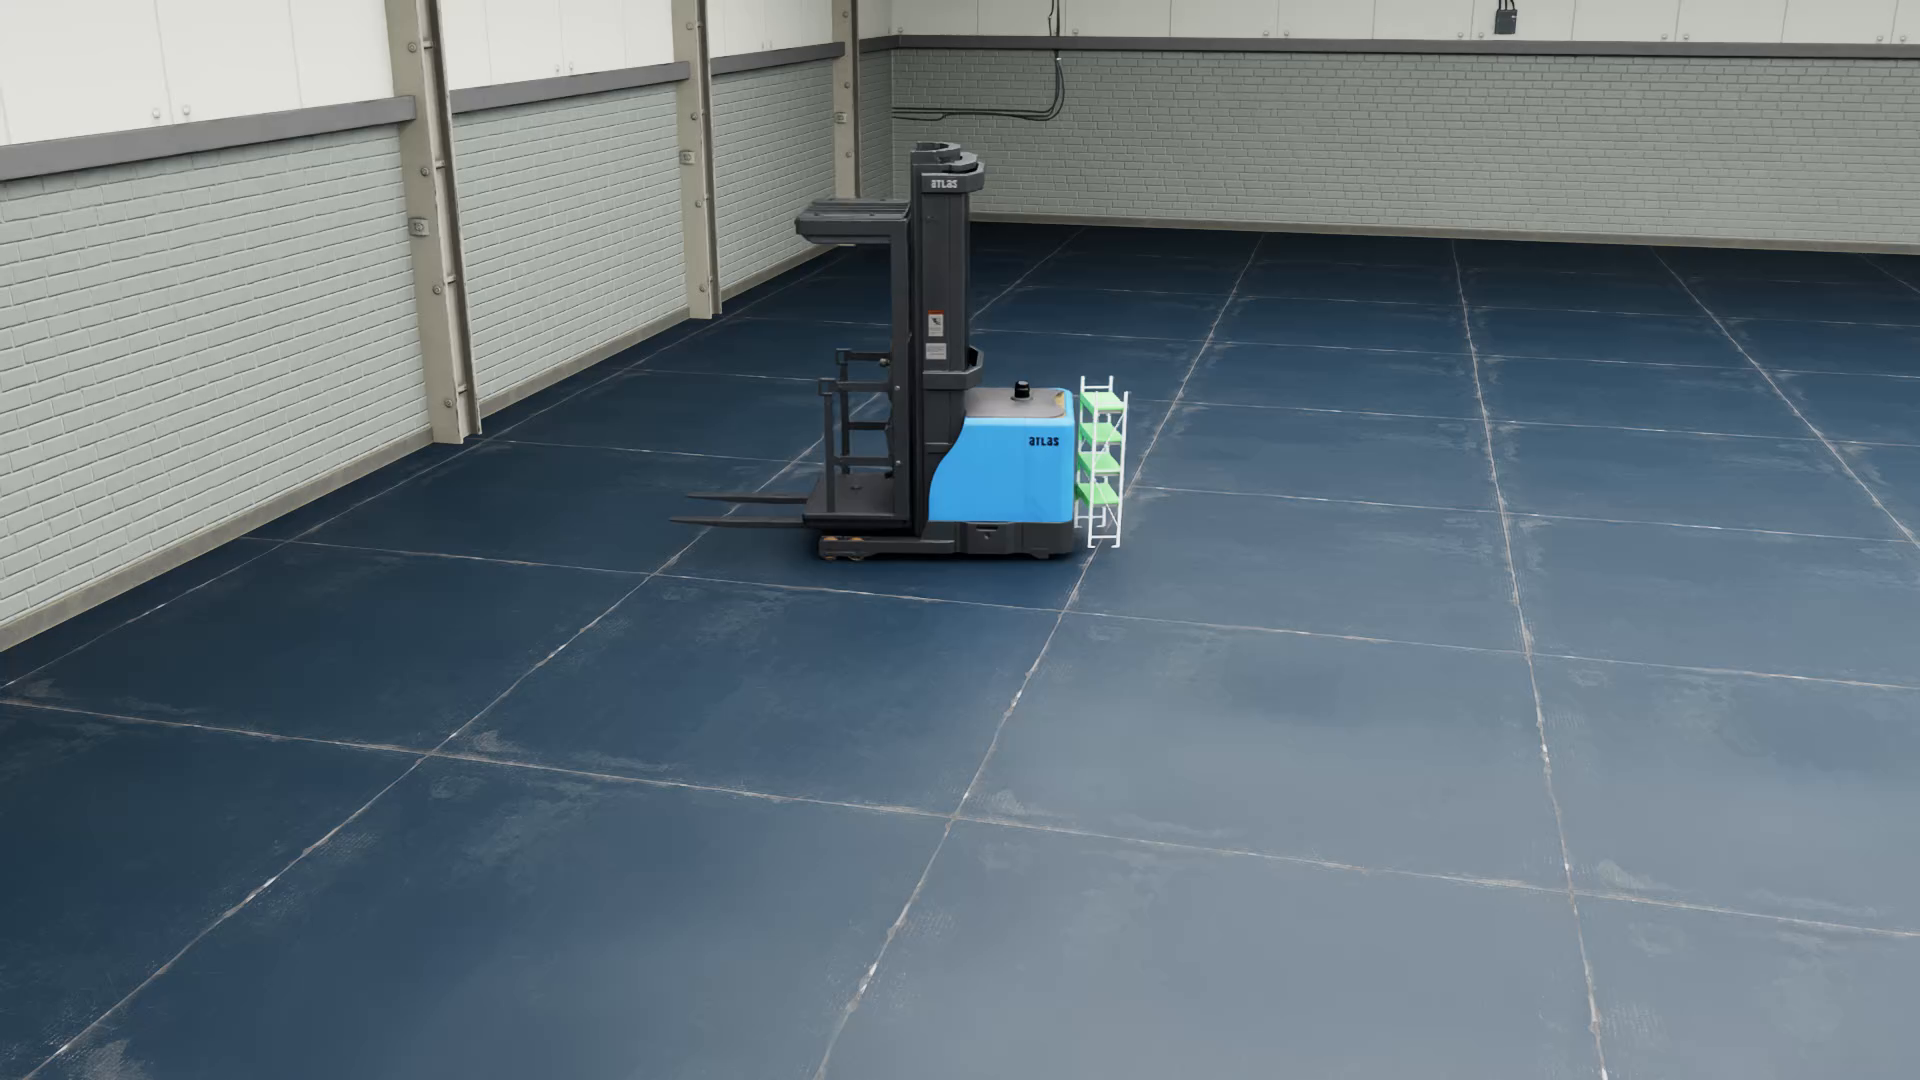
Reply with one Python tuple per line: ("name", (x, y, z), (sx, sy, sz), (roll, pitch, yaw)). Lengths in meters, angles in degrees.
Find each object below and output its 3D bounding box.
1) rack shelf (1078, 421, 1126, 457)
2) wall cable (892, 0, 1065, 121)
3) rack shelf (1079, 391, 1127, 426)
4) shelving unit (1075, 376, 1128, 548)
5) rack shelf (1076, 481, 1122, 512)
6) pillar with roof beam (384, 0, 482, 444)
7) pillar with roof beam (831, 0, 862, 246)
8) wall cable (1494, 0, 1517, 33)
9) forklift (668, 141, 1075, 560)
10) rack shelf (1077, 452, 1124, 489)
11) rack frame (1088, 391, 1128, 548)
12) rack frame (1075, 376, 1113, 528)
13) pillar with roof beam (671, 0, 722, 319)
("rack shelf", (1.063, -0.758, 12.497), (0.258, 0.148, 0.480), (-1, 19, -8))
("wall cable", (0.246, -8.324, 27.941), (3.097, 2.526, 0.112), (5, 19, 13))
("rack shelf", (1.068, -0.985, 12.420), (0.258, 0.148, 0.480), (-1, 19, -8))
("shelving unit", (1.059, -0.591, 12.554), (0.258, 1.200, 0.503), (-1, 19, -8))
("rack shelf", (1.053, -0.303, 12.651), (0.258, 0.148, 0.480), (-1, 19, -8))
("pillar with roof beam", (-0.513, -4.874, 13.034), (9.100, 9.000, 0.400), (5, 19, 13))
("pillar with roof beam", (2.419, -8.635, 24.046), (9.100, 9.000, 0.400), (5, 19, 13))
("wall cable", (9.448, -10.649, 24.680), (2.305, 6.003, 0.169), (5, 19, 13))
("forklift", (-0.655, -1.408, 12.275), (3.031, 2.935, 1.130), (1, 19, 3))
("rack shelf", (1.058, -0.531, 12.574), (0.258, 0.148, 0.480), (-1, 19, -8))
("rack frame", (1.093, -0.513, 12.325), (0.240, 1.200, 0.015), (-1, 19, -8))
("rack frame", (1.026, -0.669, 12.782), (0.240, 1.200, 0.015), (-1, 19, -8))
("pillar with roof beam", (0.953, -6.754, 18.540), (9.100, 9.000, 0.400), (5, 19, 13))
